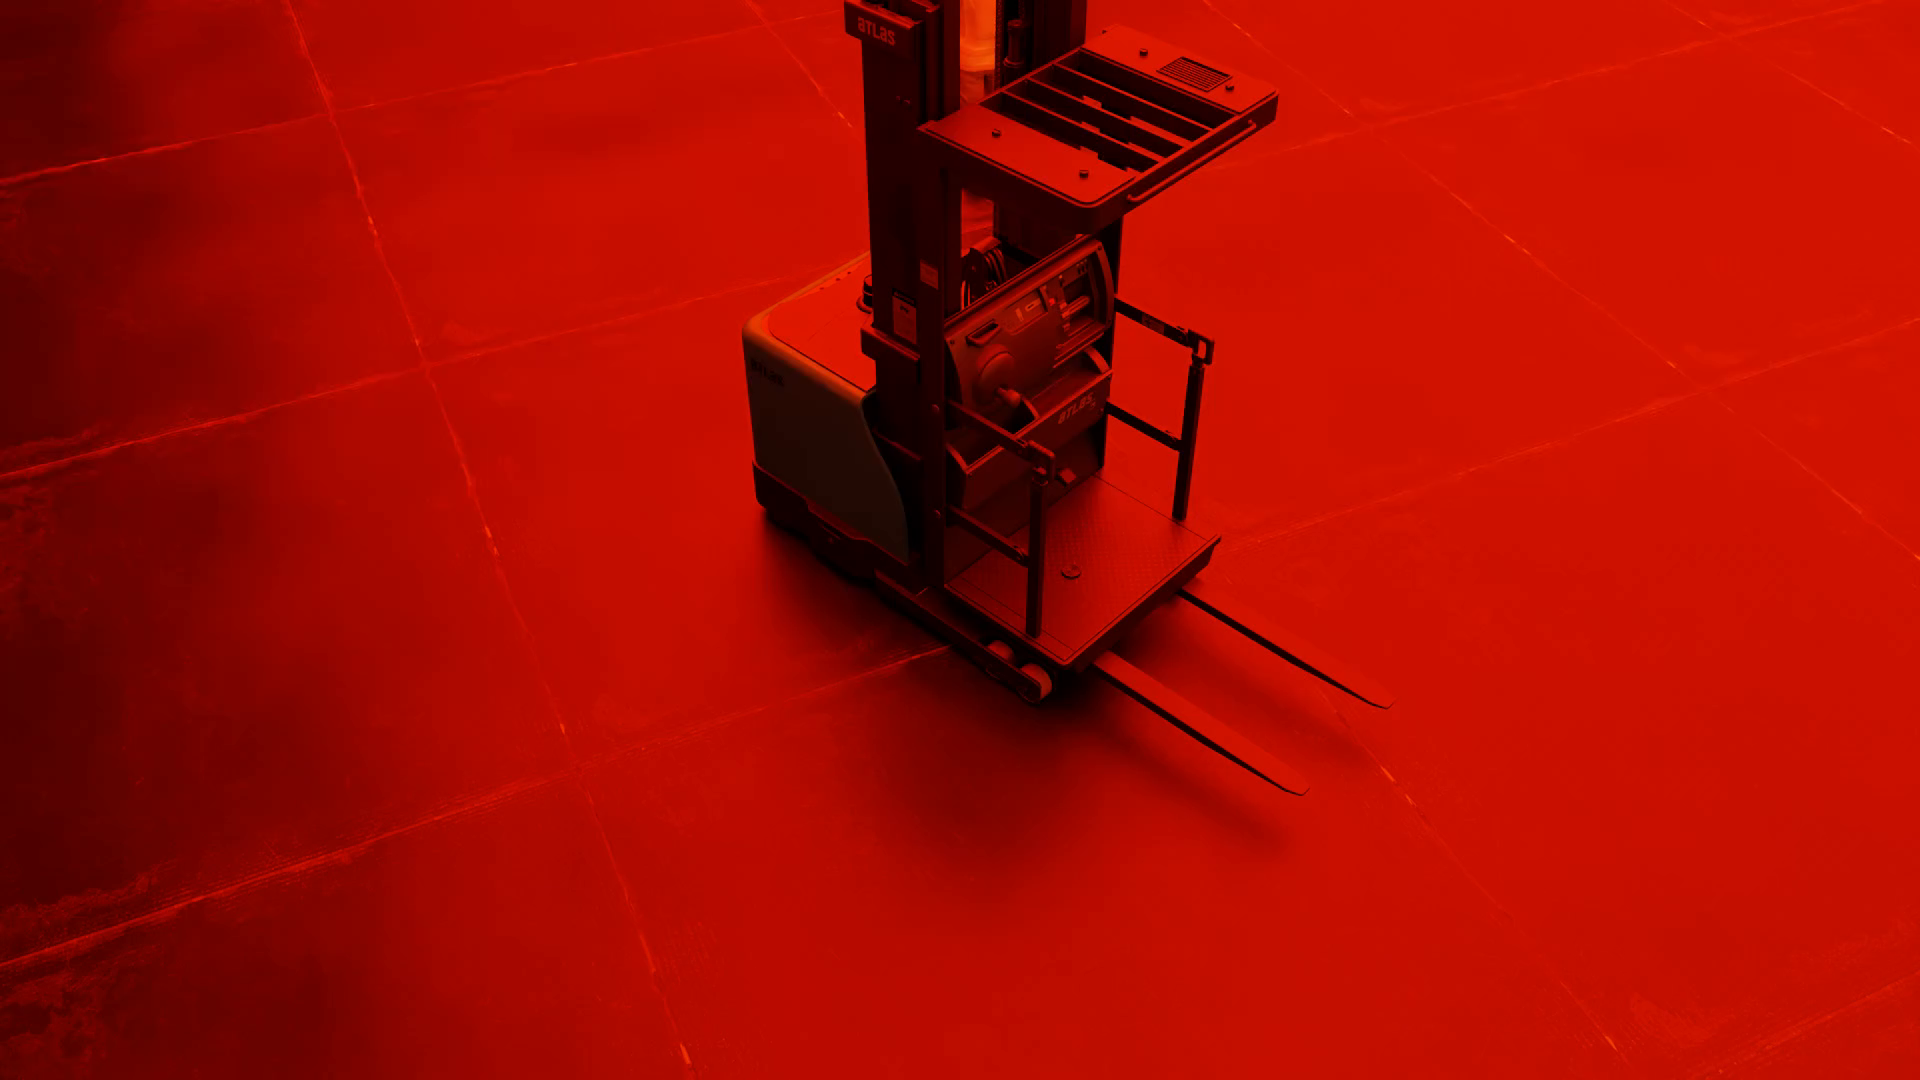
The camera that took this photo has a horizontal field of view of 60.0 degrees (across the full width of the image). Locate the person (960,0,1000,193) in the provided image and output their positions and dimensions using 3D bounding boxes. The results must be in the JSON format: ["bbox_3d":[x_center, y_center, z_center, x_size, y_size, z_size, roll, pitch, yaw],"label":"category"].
[{"bbox_3d":[0.089,-2.828,9.554,0.665,1.768,0.575,-17,46,-17],"label":"person"}]

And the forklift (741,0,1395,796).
[{"bbox_3d":[0.445,-0.788,6.525,3.031,2.935,1.130,32,52,30],"label":"forklift"}]
